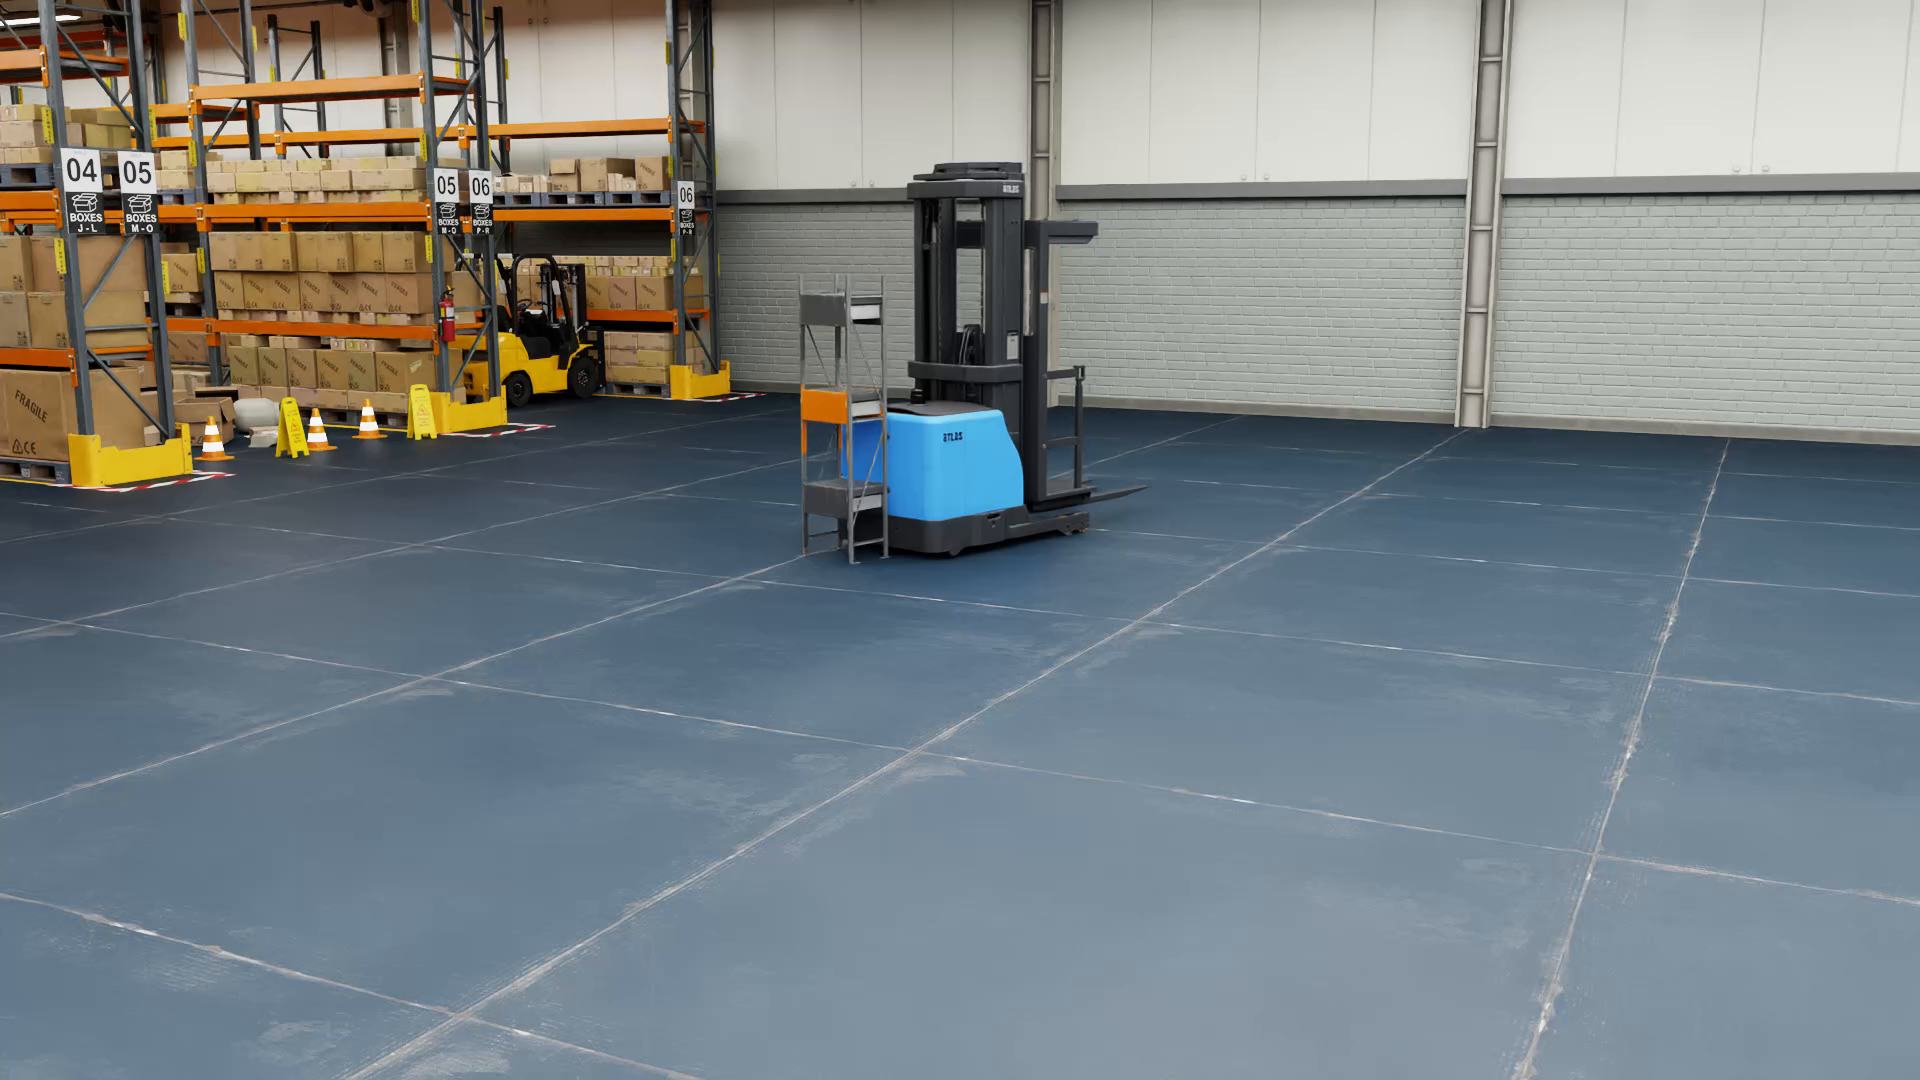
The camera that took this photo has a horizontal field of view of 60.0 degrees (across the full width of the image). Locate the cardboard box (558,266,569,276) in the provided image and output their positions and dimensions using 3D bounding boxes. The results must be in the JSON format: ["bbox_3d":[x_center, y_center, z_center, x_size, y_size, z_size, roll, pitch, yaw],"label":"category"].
[{"bbox_3d":[-6.018,-4.173,25.761,0.250,0.149,0.380,5,11,25],"label":"cardboard box"}]

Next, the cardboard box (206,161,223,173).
[{"bbox_3d":[-9.620,-4.871,21.767,0.250,0.149,0.380,5,11,25],"label":"cardboard box"}]

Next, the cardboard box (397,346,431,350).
[{"bbox_3d":[-7.265,-2.261,21.736,0.500,0.500,0.500,5,11,24],"label":"cardboard box"}]

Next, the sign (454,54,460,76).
[{"bbox_3d":[-7.795,-7.360,25.781,0.005,0.325,0.100,5,11,26],"label":"sign"}]

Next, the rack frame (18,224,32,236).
[{"bbox_3d":[-18.327,-4.942,32.115,0.127,3.000,1.000,5,11,26],"label":"rack frame"}]

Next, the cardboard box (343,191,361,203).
[{"bbox_3d":[-7.518,-4.308,20.891,0.250,0.149,0.380,5,11,25],"label":"cardboard box"}]

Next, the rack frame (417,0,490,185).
[{"bbox_3d":[-6.171,-5.840,20.232,0.127,3.000,1.000,5,11,26],"label":"rack frame"}]

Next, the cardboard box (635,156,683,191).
[{"bbox_3d":[-4.483,-5.458,24.804,0.500,0.500,0.500,5,12,28],"label":"cardboard box"}]

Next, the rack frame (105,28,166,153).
[{"bbox_3d":[-14.740,-7.579,29.839,0.127,3.000,1.000,5,11,26],"label":"rack frame"}]

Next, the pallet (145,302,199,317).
[{"bbox_3d":[-11.552,-3.275,23.441,1.213,0.211,1.003,5,11,26],"label":"pallet"}]

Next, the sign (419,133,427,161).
[{"bbox_3d":[-6.435,-4.713,19.939,0.005,0.325,0.100,5,11,26],"label":"sign"}]

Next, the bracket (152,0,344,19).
[{"bbox_3d":[-12.424,-9.255,28.994,4.783,0.066,0.076,5,11,26],"label":"bracket"}]

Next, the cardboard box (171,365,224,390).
[{"bbox_3d":[-10.876,-2.214,23.241,0.625,0.372,0.950,6,12,29],"label":"cardboard box"}]

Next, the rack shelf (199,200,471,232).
[{"bbox_3d":[-7.965,-4.168,21.434,4.000,0.370,1.077,5,11,26],"label":"rack shelf"}]

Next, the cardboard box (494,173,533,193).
[{"bbox_3d":[-6.927,-5.580,26.007,0.500,0.311,0.500,5,12,27],"label":"cardboard box"}]

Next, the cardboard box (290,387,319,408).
[{"bbox_3d":[-8.388,-1.886,21.769,0.500,0.250,0.500,5,11,25],"label":"cardboard box"}]

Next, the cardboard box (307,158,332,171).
[{"bbox_3d":[-7.995,-4.728,20.975,0.250,0.149,0.380,5,12,27],"label":"cardboard box"}]

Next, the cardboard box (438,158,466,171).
[{"bbox_3d":[-6.400,-4.694,20.785,0.250,0.149,0.380,5,11,25],"label":"cardboard box"}]

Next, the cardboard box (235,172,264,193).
[{"bbox_3d":[-9.018,-4.635,21.578,0.500,0.250,0.500,5,11,25],"label":"cardboard box"}]

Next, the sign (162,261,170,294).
[{"bbox_3d":[-8.020,-2.643,16.757,0.005,0.325,0.100,5,11,26],"label":"sign"}]

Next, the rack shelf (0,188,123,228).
[{"bbox_3d":[-10.064,-3.369,17.022,4.000,0.370,1.077,5,11,26],"label":"rack shelf"}]

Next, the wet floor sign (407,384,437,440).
[{"bbox_3d":[-6.474,-1.544,19.949,0.267,0.644,0.232,-10,14,-43],"label":"wet floor sign"}]

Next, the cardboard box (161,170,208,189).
[{"bbox_3d":[-10.346,-4.835,22.343,0.500,0.250,0.500,5,11,25],"label":"cardboard box"}]

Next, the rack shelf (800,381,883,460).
[{"bbox_3d":[-0.860,-0.890,12.330,0.480,0.518,0.431,9,14,41],"label":"rack shelf"}]

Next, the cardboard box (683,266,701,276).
[{"bbox_3d":[-4.168,-4.118,25.458,0.250,0.149,0.380,5,11,24],"label":"cardboard box"}]

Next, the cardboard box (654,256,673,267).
[{"bbox_3d":[-4.393,-4.191,25.025,0.250,0.149,0.380,5,11,26],"label":"cardboard box"}]

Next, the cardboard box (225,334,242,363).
[{"bbox_3d":[-12.542,-3.369,29.264,0.500,0.500,0.500,6,12,28],"label":"cardboard box"}]

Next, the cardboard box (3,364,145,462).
[{"bbox_3d":[-8.908,-1.294,16.743,0.875,0.875,0.875,5,11,26],"label":"cardboard box"}]

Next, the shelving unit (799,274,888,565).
[{"bbox_3d":[-0.860,-0.904,12.328,0.503,2.100,0.431,9,14,41],"label":"shelving unit"}]

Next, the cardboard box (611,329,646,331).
[{"bbox_3d":[-5.219,-3.175,26.085,0.500,0.250,0.500,5,11,25],"label":"cardboard box"}]

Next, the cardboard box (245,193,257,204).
[{"bbox_3d":[-9.106,-4.461,21.737,0.250,0.149,0.380,5,11,26],"label":"cardboard box"}]

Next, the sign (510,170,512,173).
[{"bbox_3d":[-7.321,-5.855,27.060,0.005,0.325,0.100,5,11,26],"label":"sign"}]

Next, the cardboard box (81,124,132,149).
[{"bbox_3d":[-8.590,-3.973,16.464,0.500,0.250,0.500,5,11,26],"label":"cardboard box"}]

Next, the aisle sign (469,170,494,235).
[{"bbox_3d":[-5.978,-4.212,20.781,0.004,0.787,0.394,5,11,26],"label":"aisle sign"}]

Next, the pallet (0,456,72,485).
[{"bbox_3d":[-9.022,-0.768,16.882,1.213,0.211,1.003,5,11,26],"label":"pallet"}]

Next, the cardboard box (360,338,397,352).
[{"bbox_3d":[-7.364,-2.470,21.069,0.250,0.149,0.380,5,12,27],"label":"cardboard box"}]

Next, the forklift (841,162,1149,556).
[{"bbox_3d":[0.413,-1.531,13.460,1.130,2.935,3.031,9,14,41],"label":"forklift"}]

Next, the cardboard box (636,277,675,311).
[{"bbox_3d":[-4.536,-3.727,25.122,0.500,0.500,0.500,5,11,25],"label":"cardboard box"}]

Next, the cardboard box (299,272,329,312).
[{"bbox_3d":[-8.120,-3.206,21.405,0.500,0.500,0.500,5,11,26],"label":"cardboard box"}]

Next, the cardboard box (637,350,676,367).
[{"bbox_3d":[-4.553,-2.769,25.247,0.500,0.250,0.500,5,11,25],"label":"cardboard box"}]

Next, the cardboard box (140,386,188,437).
[{"bbox_3d":[-9.709,-1.533,19.907,0.503,0.637,0.797,5,11,26],"label":"cardboard box"}]

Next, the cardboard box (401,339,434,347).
[{"bbox_3d":[-8.731,-3.136,27.626,0.625,0.625,0.875,5,11,25],"label":"cardboard box"}]

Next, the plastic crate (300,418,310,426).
[{"bbox_3d":[-8.713,-1.512,21.361,0.583,0.080,0.402,1,10,6],"label":"plastic crate"}]

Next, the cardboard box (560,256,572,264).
[{"bbox_3d":[-5.989,-4.333,25.812,0.250,0.149,0.380,5,11,26],"label":"cardboard box"}]

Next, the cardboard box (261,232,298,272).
[{"bbox_3d":[-8.573,-3.734,21.516,0.500,0.500,0.700,5,11,25],"label":"cardboard box"}]

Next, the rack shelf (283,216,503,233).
[{"bbox_3d":[-9.359,-5.276,27.558,4.000,0.370,1.077,5,11,26],"label":"rack shelf"}]

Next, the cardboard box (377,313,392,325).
[{"bbox_3d":[-7.098,-2.786,20.906,0.250,0.149,0.380,5,11,25],"label":"cardboard box"}]

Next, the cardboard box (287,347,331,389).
[{"bbox_3d":[-8.399,-2.255,21.704,0.500,0.500,0.500,6,12,29],"label":"cardboard box"}]

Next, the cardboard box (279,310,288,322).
[{"bbox_3d":[-8.657,-2.935,21.730,0.250,0.149,0.380,5,11,26],"label":"cardboard box"}]

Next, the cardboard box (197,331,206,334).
[{"bbox_3d":[-13.337,-3.759,29.596,0.250,0.149,0.380,5,12,28],"label":"cardboard box"}]
